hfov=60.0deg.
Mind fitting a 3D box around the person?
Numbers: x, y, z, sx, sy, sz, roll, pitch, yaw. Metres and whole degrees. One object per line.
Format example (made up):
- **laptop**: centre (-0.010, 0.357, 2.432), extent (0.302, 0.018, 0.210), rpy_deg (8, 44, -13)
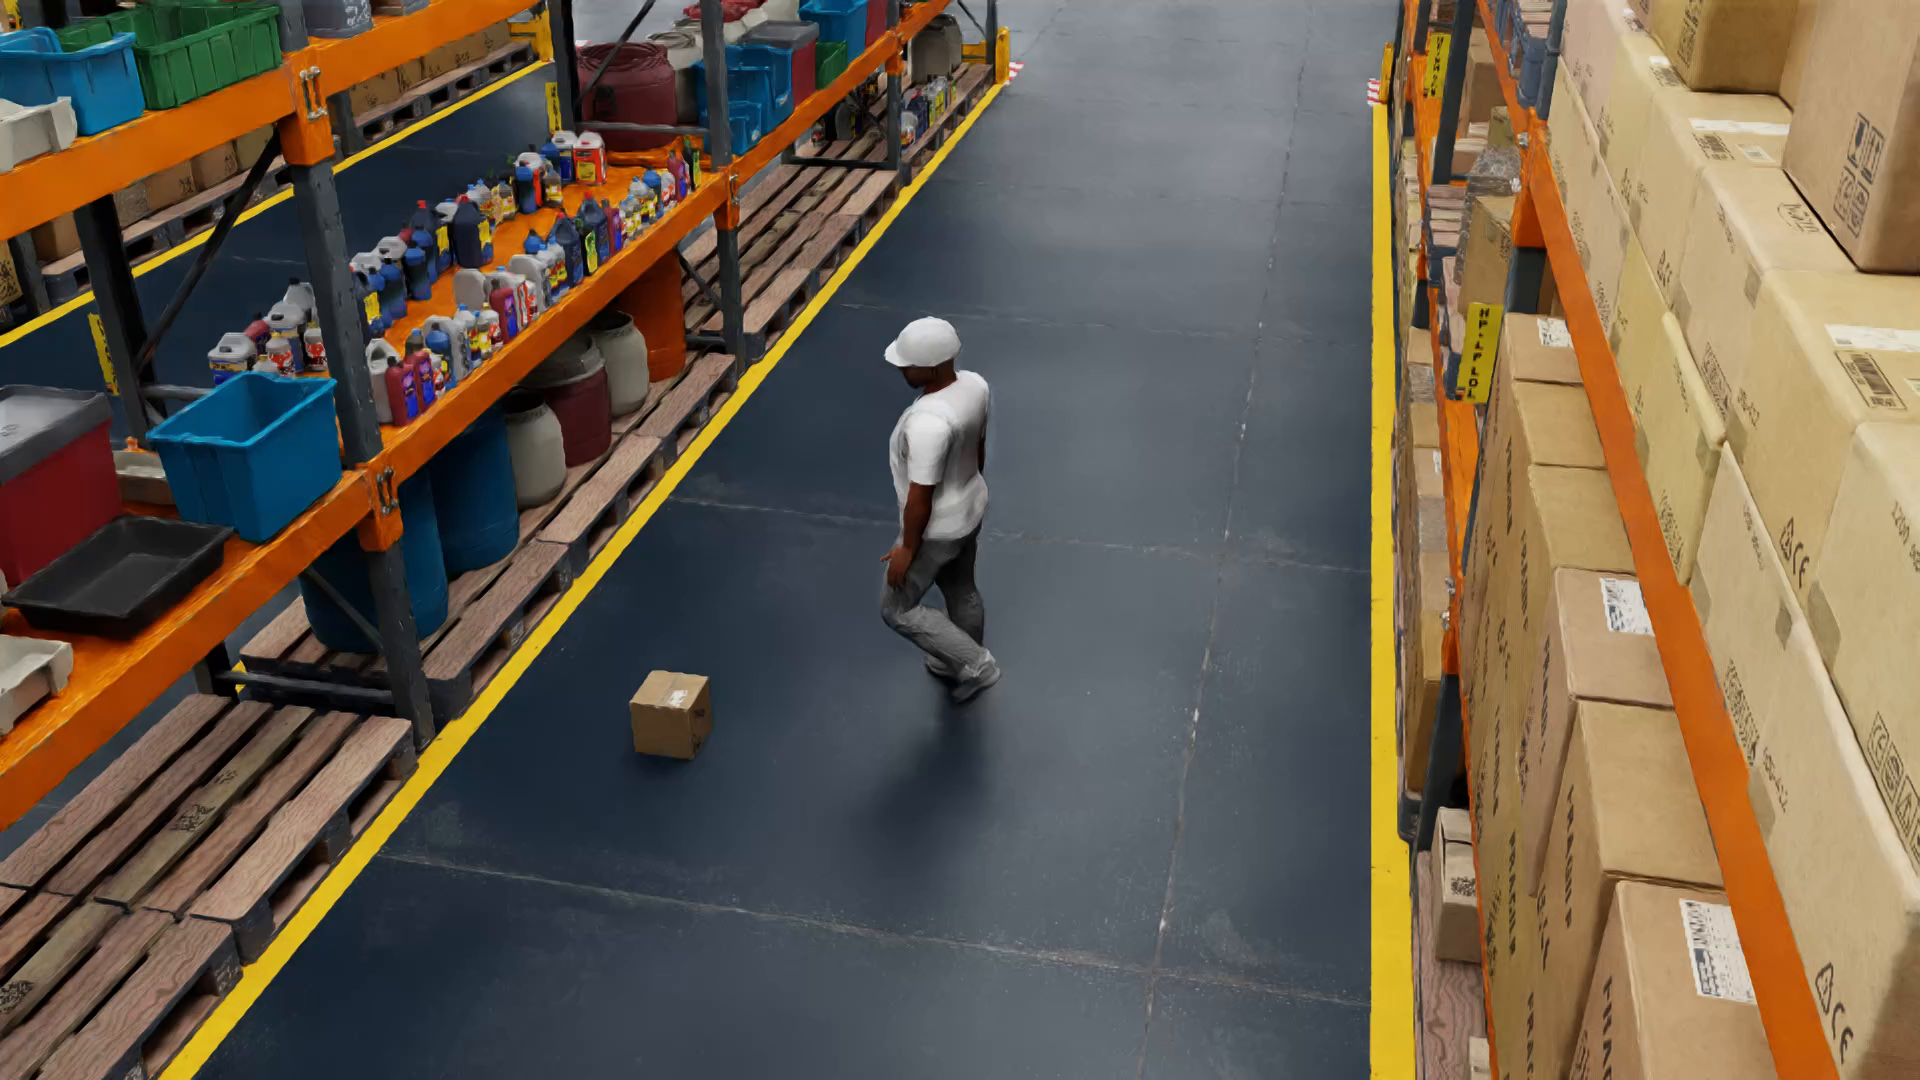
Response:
- **person**: centre (-0.038, -0.073, 6.692), extent (0.507, 1.759, 0.650), rpy_deg (11, 30, 19)
